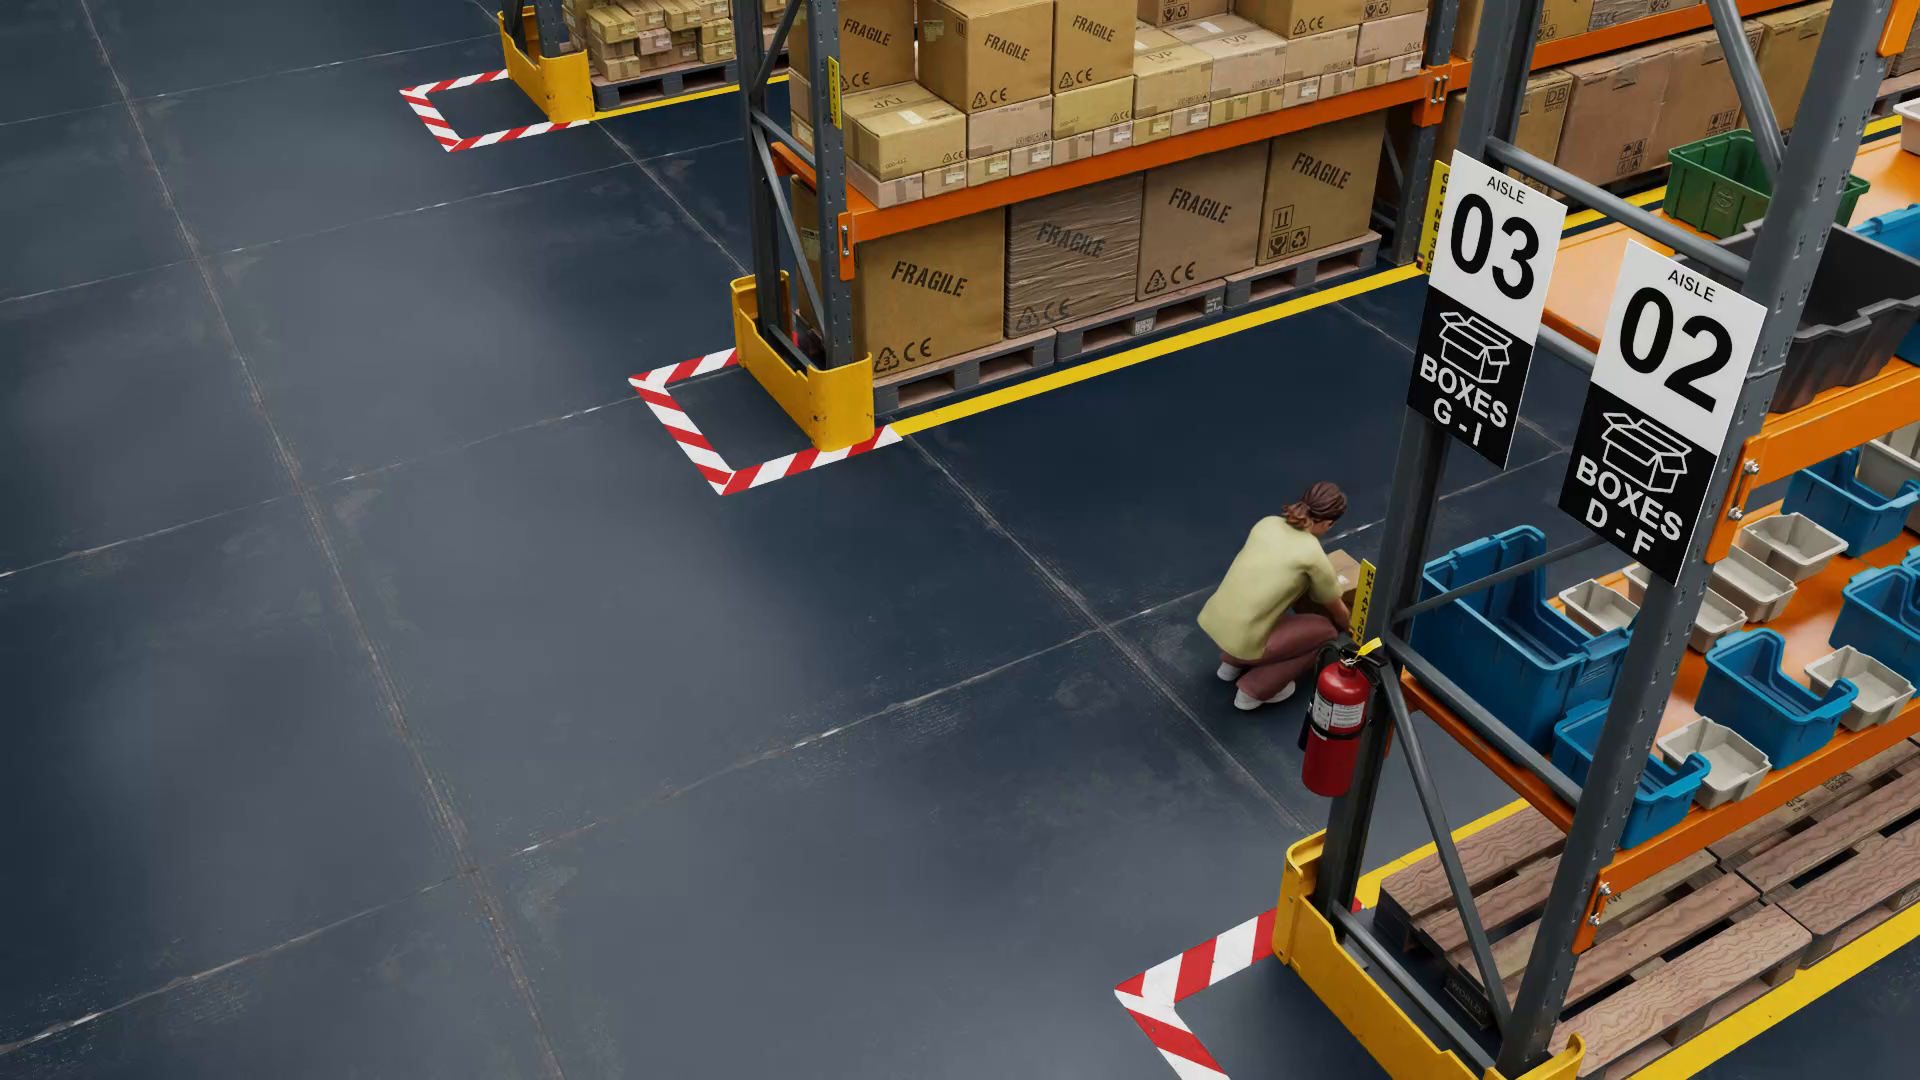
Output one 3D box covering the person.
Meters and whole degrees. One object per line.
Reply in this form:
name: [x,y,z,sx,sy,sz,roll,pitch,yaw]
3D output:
person: [1.406,0.227,7.249,0.785,0.936,0.476,-19,41,-24]
